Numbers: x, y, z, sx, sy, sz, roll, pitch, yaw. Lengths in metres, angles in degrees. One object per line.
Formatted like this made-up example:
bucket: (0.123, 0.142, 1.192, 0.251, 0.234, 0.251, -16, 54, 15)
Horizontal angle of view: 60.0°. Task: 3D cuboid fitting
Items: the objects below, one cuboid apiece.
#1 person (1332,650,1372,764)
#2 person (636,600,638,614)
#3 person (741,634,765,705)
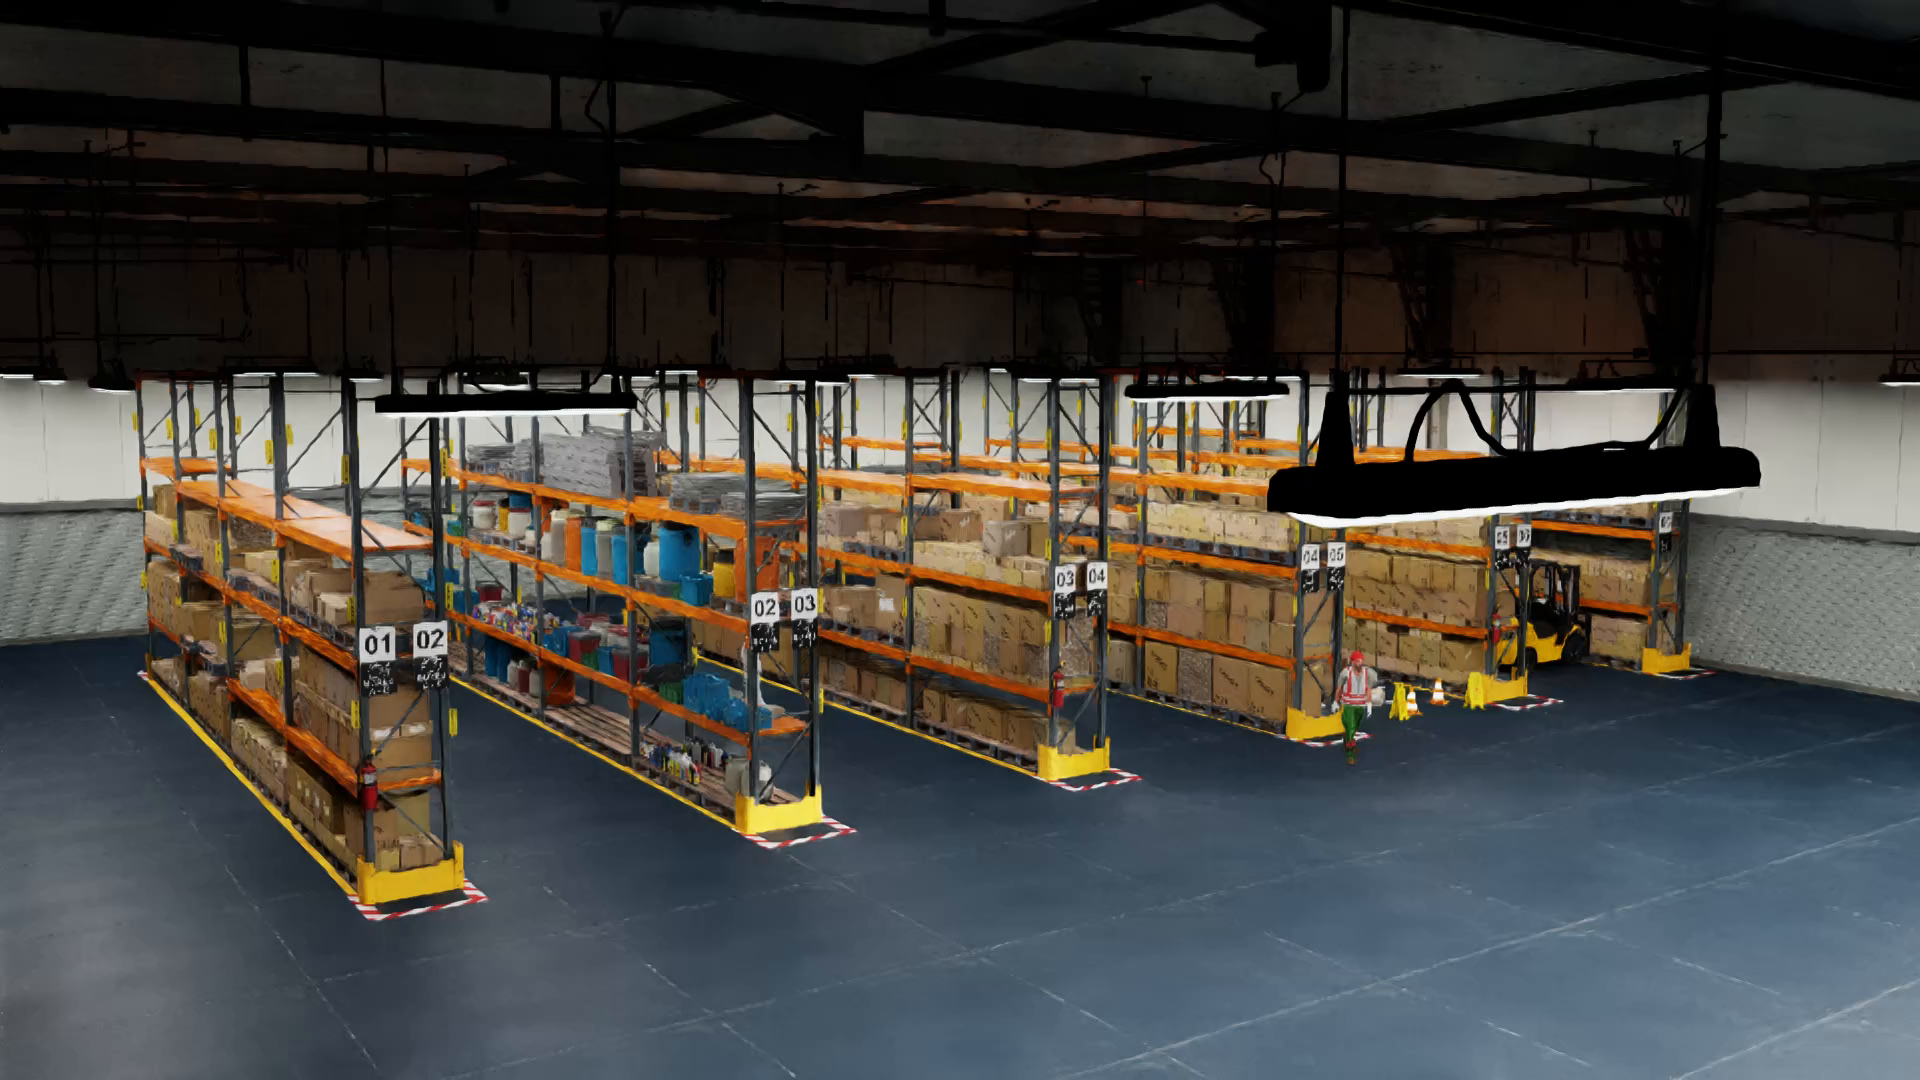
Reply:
person: (6.127, 2.564, 25.861, 0.590, 1.747, 0.984, -1, 7, -12)
person: (-7.460, 1.090, 39.209, 0.520, 1.667, 0.550, 3, 7, 21)
person: (-3.594, 2.241, 28.285, 0.569, 1.786, 0.653, -1, 6, -5)
